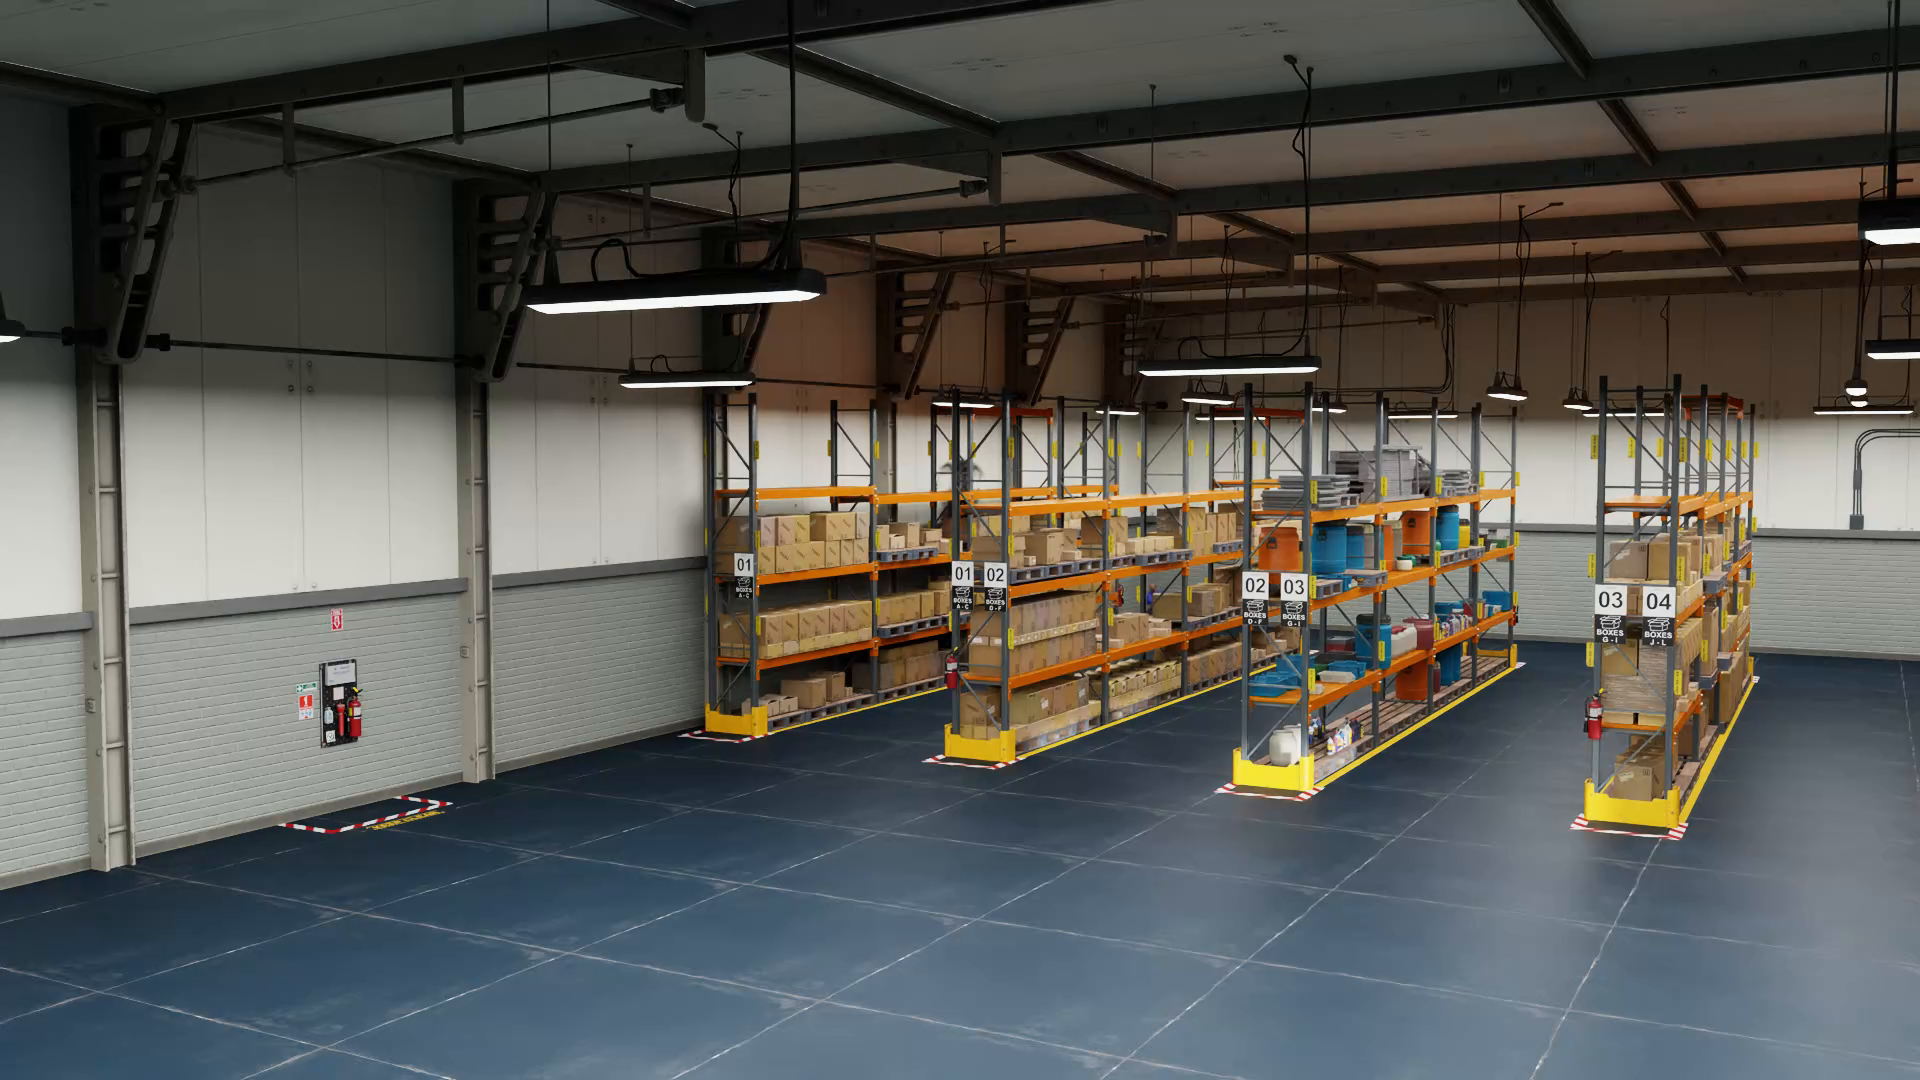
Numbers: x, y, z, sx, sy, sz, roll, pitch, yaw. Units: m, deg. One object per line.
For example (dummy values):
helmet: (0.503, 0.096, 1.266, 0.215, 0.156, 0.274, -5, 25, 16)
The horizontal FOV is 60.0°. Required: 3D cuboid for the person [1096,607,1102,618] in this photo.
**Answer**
person: (3.029, 1.885, 35.858, 0.591, 0.882, 0.592, 3, 4, 42)
